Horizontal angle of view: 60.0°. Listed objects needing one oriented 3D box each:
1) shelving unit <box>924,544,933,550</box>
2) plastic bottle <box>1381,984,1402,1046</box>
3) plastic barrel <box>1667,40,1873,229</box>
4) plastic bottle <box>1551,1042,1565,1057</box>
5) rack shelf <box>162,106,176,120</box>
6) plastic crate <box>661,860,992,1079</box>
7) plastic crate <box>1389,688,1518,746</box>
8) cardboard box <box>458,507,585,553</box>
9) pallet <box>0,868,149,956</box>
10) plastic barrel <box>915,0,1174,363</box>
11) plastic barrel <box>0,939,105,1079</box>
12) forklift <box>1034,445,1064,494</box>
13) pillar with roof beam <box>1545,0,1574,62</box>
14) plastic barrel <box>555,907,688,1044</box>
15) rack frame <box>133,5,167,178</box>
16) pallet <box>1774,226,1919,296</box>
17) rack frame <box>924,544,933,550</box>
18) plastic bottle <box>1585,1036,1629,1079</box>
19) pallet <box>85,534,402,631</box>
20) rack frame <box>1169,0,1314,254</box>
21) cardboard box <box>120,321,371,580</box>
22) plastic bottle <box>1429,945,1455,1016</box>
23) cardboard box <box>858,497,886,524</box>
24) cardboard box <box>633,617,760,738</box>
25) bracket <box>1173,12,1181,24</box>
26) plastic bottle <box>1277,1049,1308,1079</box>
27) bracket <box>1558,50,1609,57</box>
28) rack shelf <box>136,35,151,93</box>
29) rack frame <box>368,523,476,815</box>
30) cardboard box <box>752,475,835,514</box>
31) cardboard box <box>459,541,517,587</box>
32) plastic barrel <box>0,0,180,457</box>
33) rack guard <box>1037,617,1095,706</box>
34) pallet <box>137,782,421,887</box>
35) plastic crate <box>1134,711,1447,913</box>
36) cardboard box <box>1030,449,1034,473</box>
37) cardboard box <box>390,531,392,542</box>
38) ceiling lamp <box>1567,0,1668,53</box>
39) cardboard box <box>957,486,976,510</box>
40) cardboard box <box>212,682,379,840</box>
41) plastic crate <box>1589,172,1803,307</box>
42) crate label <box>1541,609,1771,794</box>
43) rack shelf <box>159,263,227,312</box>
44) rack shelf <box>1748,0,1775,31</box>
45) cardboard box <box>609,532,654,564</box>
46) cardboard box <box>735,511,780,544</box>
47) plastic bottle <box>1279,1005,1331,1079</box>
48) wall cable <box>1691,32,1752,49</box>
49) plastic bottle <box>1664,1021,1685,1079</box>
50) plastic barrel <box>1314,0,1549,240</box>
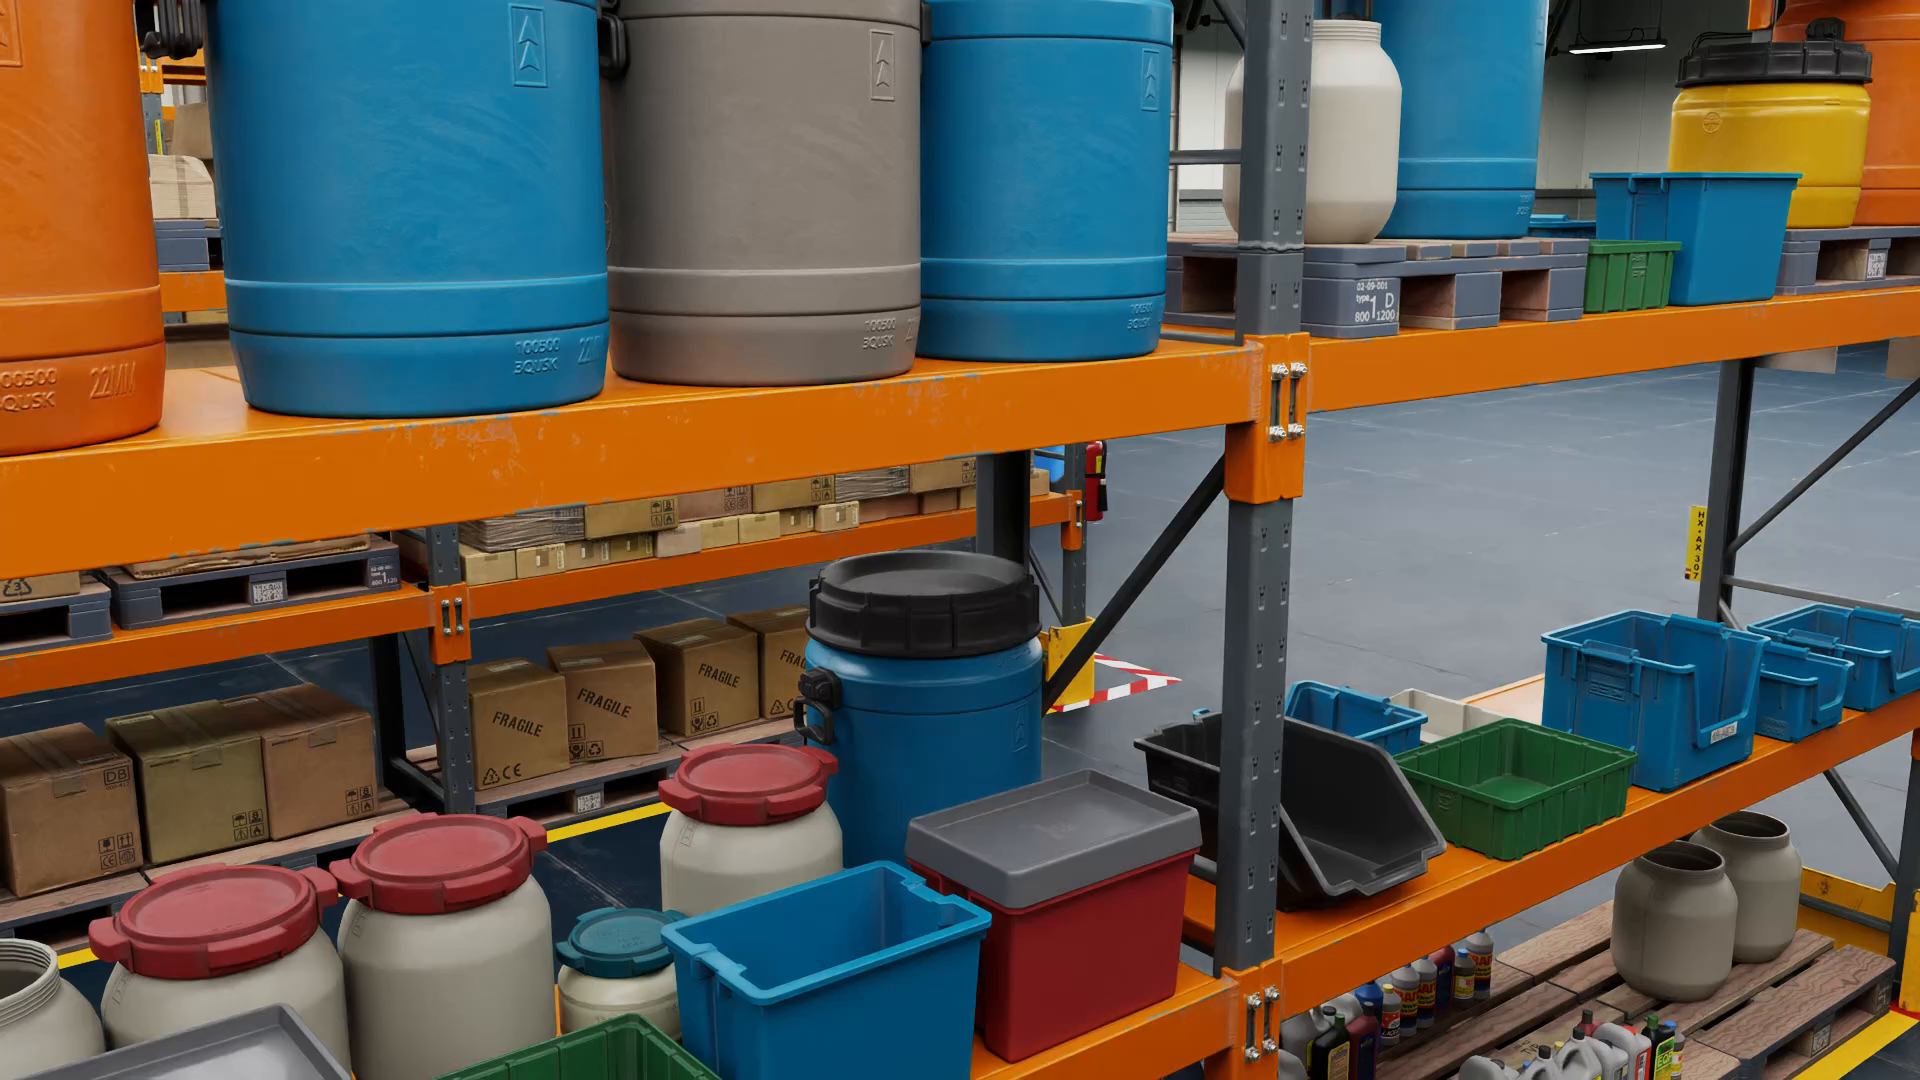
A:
[{"bbox_3d":[-0.005,-0.549,15.008,1.048,1.125,0.538,-9,15,-38],"label":"shelving unit"},{"bbox_3d":[1.489,1.652,5.807,0.097,0.201,0.097,0,12,0],"label":"plastic bottle"},{"bbox_3d":[2.712,-1.353,5.595,0.600,0.588,0.600,0,12,0],"label":"plastic barrel"},{"bbox_3d":[1.948,1.734,5.417,0.097,0.201,0.097,0,12,0],"label":"plastic bottle"},{"bbox_3d":[-10.427,-5.100,20.176,4.000,0.370,1.077,-9,15,-38],"label":"rack shelf"},{"bbox_3d":[-0.267,0.963,3.409,0.575,0.384,0.392,-9,15,-38],"label":"plastic crate"},{"bbox_3d":[1.509,0.639,5.532,0.437,0.136,0.530,-9,15,-38],"label":"plastic crate"},{"bbox_3d":[-2.305,-0.284,8.289,0.500,0.500,0.875,-9,15,-38],"label":"cardboard box"},{"bbox_3d":[-4.255,1.583,7.165,1.213,0.211,1.003,-9,15,-38],"label":"pallet"},{"bbox_3d":[0.138,-0.849,3.479,0.708,0.901,0.600,-9,15,-38],"label":"plastic barrel"},{"bbox_3d":[-1.725,1.004,2.912,0.421,0.512,0.421,0,12,0],"label":"plastic barrel"},{"bbox_3d":[0.805,-2.015,17.564,1.130,2.935,3.031,3,12,14],"label":"forklift"},{"bbox_3d":[16.143,-9.157,36.589,0.548,9.000,9.100,-9,15,-38],"label":"pillar with roof beam"},{"bbox_3d":[-0.730,0.976,3.642,0.301,0.262,0.301,0,12,0],"label":"plastic barrel"},{"bbox_3d":[-5.714,-3.794,11.329,0.127,3.000,1.000,-9,15,-38],"label":"rack frame"},{"bbox_3d":[2.816,-1.040,6.040,1.213,0.211,1.003,-9,15,-38],"label":"pallet"},{"bbox_3d":[-0.402,-0.483,14.697,0.032,1.125,0.500,-9,15,-38],"label":"rack frame"},{"bbox_3d":[2.041,1.716,5.325,0.135,0.276,0.152,-10,16,-39],"label":"plastic bottle"},{"bbox_3d":[-3.382,0.128,7.766,1.213,0.211,1.003,-9,15,-38],"label":"pallet"},{"bbox_3d":[0.400,-2.173,3.696,0.127,3.000,1.000,-9,15,-38],"label":"rack frame"},{"bbox_3d":[-3.402,-0.460,7.618,1.000,1.000,1.000,-9,15,-37],"label":"cardboard box"},{"bbox_3d":[1.724,1.568,6.005,0.133,0.283,0.061,-9,15,-37],"label":"plastic bottle"},{"bbox_3d":[-0.631,-0.202,9.464,0.250,0.149,0.380,-9,15,-38],"label":"cardboard box"},{"bbox_3d":[-1.479,0.762,9.327,0.500,0.500,0.500,-11,16,-43],"label":"cardboard box"},{"bbox_3d":[3.981,-9.948,31.646,0.430,0.232,0.235,-9,15,-38],"label":"bracket"},{"bbox_3d":[0.984,1.745,5.189,0.135,0.276,0.152,-9,15,-38],"label":"plastic bottle"},{"bbox_3d":[15.389,-11.843,40.573,3.189,0.066,0.076,-9,15,-38],"label":"bracket"},{"bbox_3d":[-7.276,-2.986,10.223,4.000,0.370,1.077,-9,15,-38],"label":"rack shelf"},{"bbox_3d":[-2.695,-0.041,8.102,0.127,3.000,1.000,-9,15,-38],"label":"rack frame"},{"bbox_3d":[-1.148,-0.483,9.224,0.500,0.500,0.875,-9,15,-38],"label":"cardboard box"},{"bbox_3d":[-2.339,0.102,8.030,0.250,0.149,0.380,-9,15,-38],"label":"cardboard box"},{"bbox_3d":[-1.436,-0.553,2.254,0.708,0.830,0.600,-9,15,-38],"label":"plastic barrel"},{"bbox_3d":[0.370,0.672,10.760,0.348,0.500,1.175,-9,15,-38],"label":"rack guard"},{"bbox_3d":[-3.302,1.424,7.915,1.213,0.211,1.003,-9,15,-38],"label":"pallet"},{"bbox_3d":[0.888,0.745,4.548,0.504,0.338,0.767,-9,15,-38],"label":"plastic crate"},{"bbox_3d":[-0.018,-0.688,10.190,0.500,0.500,0.875,-9,15,-38],"label":"cardboard box"},{"bbox_3d":[-4.478,-0.213,13.014,0.875,0.875,0.875,-9,15,-37],"label":"cardboard box"},{"bbox_3d":[13.403,-11.439,33.282,0.800,3.185,2.000,-9,15,-38],"label":"ceiling lamp"},{"bbox_3d":[-0.023,-0.294,9.896,0.250,0.149,0.380,-9,15,-38],"label":"cardboard box"},{"bbox_3d":[-3.187,1.042,7.957,0.500,0.500,0.700,-11,16,-42],"label":"cardboard box"},{"bbox_3d":[2.222,-0.920,5.058,0.575,0.384,0.392,-9,15,-38],"label":"plastic crate"},{"bbox_3d":[2.255,0.508,5.428,0.616,0.435,0.502,-9,15,-38],"label":"crate label"},{"bbox_3d":[-4.256,-0.897,6.643,4.000,0.370,1.077,-9,15,-38],"label":"rack shelf"},{"bbox_3d":[1.961,-1.885,5.034,4.000,0.370,1.077,-9,15,-38],"label":"rack shelf"},{"bbox_3d":[-1.768,0.001,8.507,0.250,0.149,0.380,-9,15,-38],"label":"cardboard box"},{"bbox_3d":[-1.176,-0.094,8.957,0.250,0.149,0.380,-9,15,-38],"label":"cardboard box"},{"bbox_3d":[1.124,1.645,5.477,0.185,0.351,0.144,-10,15,-38],"label":"plastic bottle"},{"bbox_3d":[18.270,-10.536,38.399,0.112,2.526,3.097,-9,15,-38],"label":"wall cable"},{"bbox_3d":[2.363,1.706,5.551,0.097,0.201,0.097,0,12,0],"label":"plastic bottle"},{"bbox_3d":[1.244,-1.268,4.438,0.708,0.901,0.600,-9,15,-38],"label":"plastic barrel"}]
